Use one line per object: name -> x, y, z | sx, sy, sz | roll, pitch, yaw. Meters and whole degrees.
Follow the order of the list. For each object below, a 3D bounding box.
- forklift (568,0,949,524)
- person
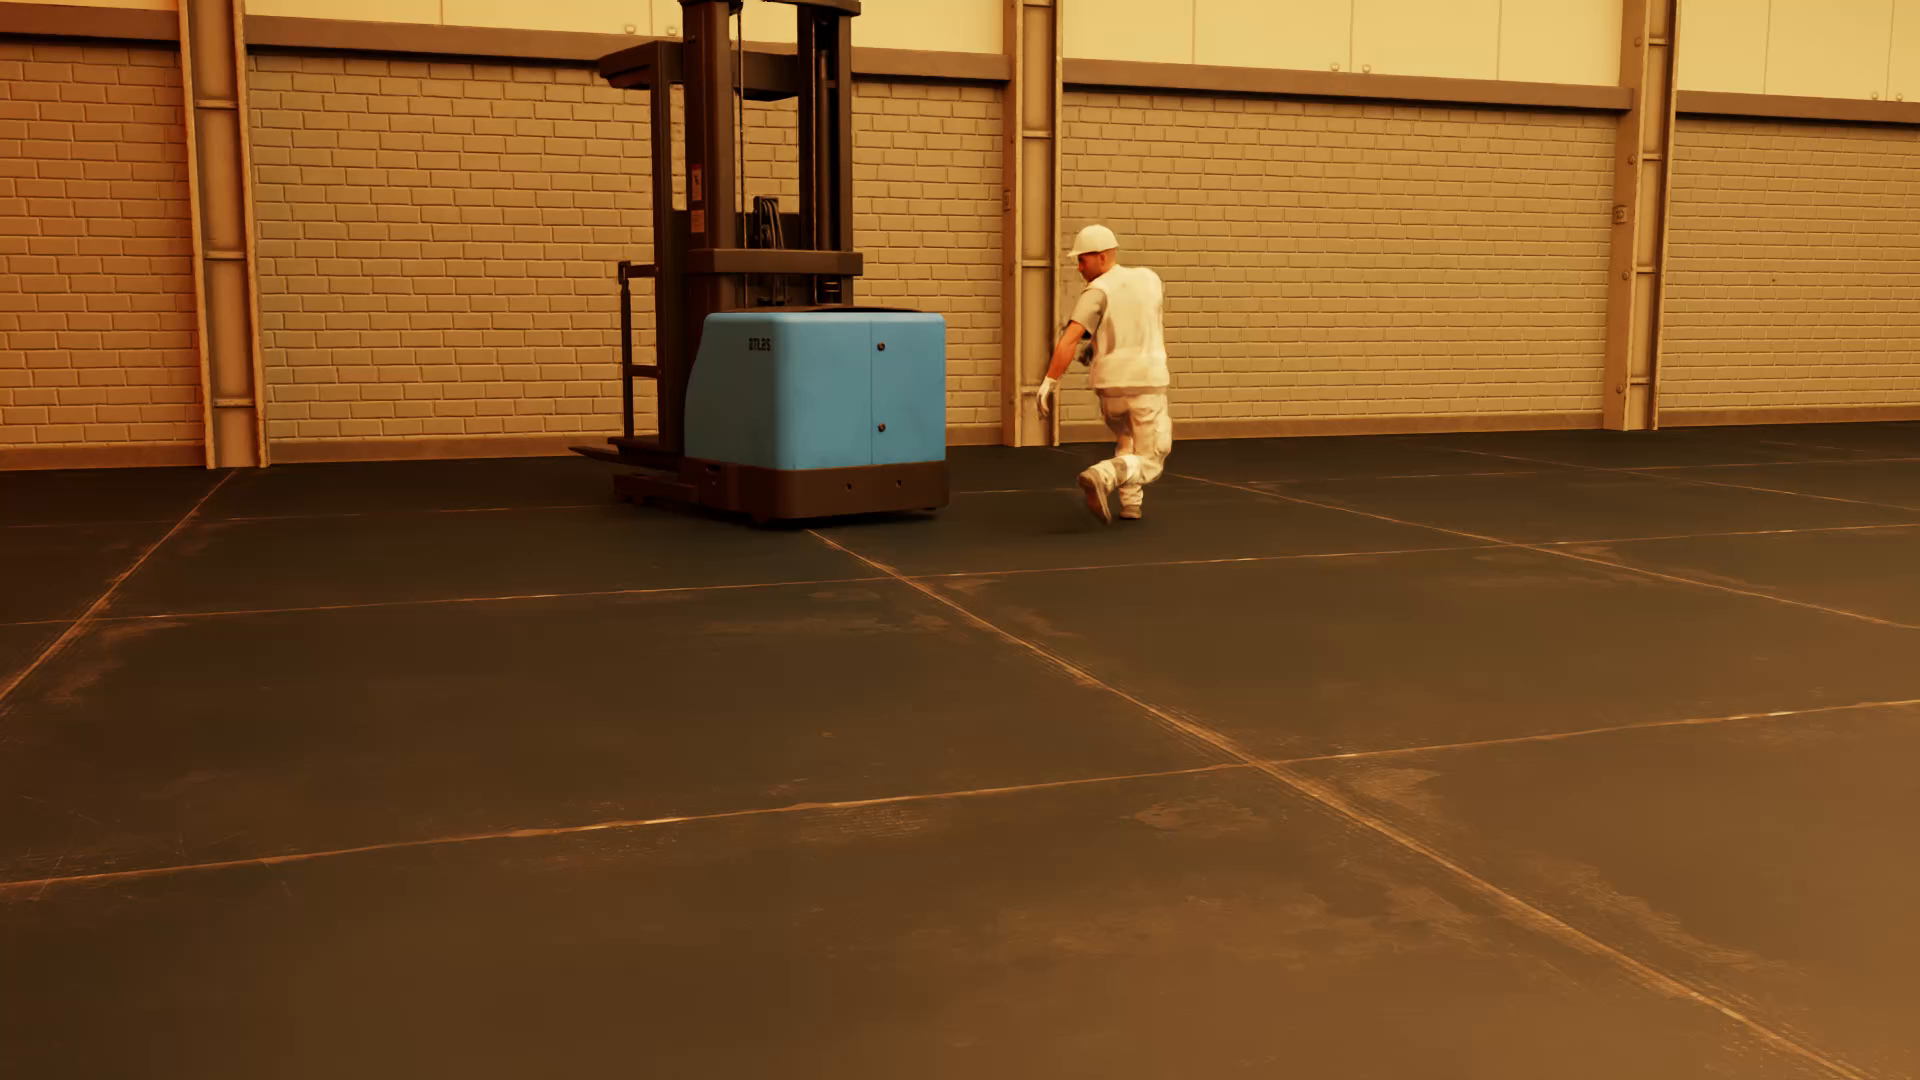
forklift -> -1.335, -1.685, 9.435 | 1.130, 2.935, 3.031 | -6, 10, -36
person -> 0.756, -0.832, 8.524 | 0.663, 1.548, 0.931 | 2, 8, 11
